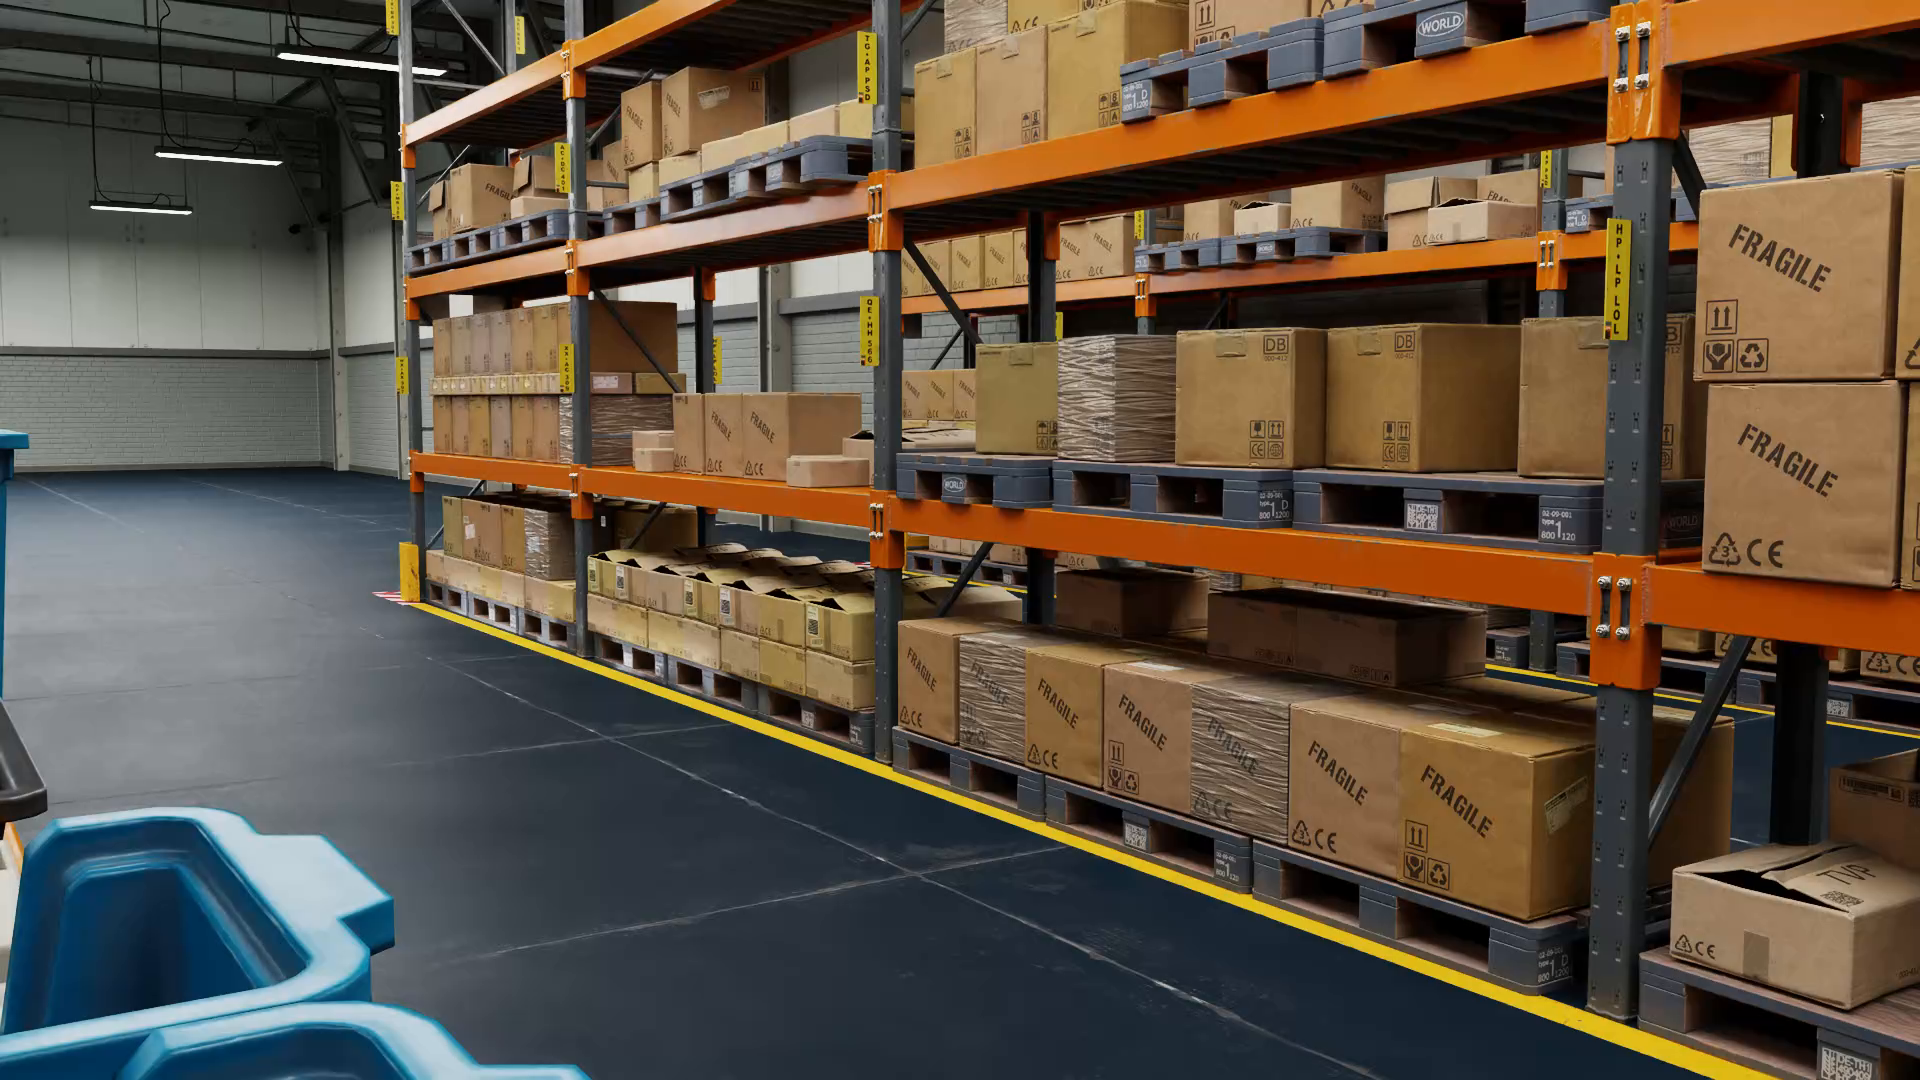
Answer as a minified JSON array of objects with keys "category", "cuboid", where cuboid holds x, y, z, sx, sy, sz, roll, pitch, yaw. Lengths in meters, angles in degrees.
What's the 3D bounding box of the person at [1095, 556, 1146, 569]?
[{"category":"person","cuboid":[1.186,-0.100,12.238,0.467,1.667,0.558,-3,6,-36]}]
